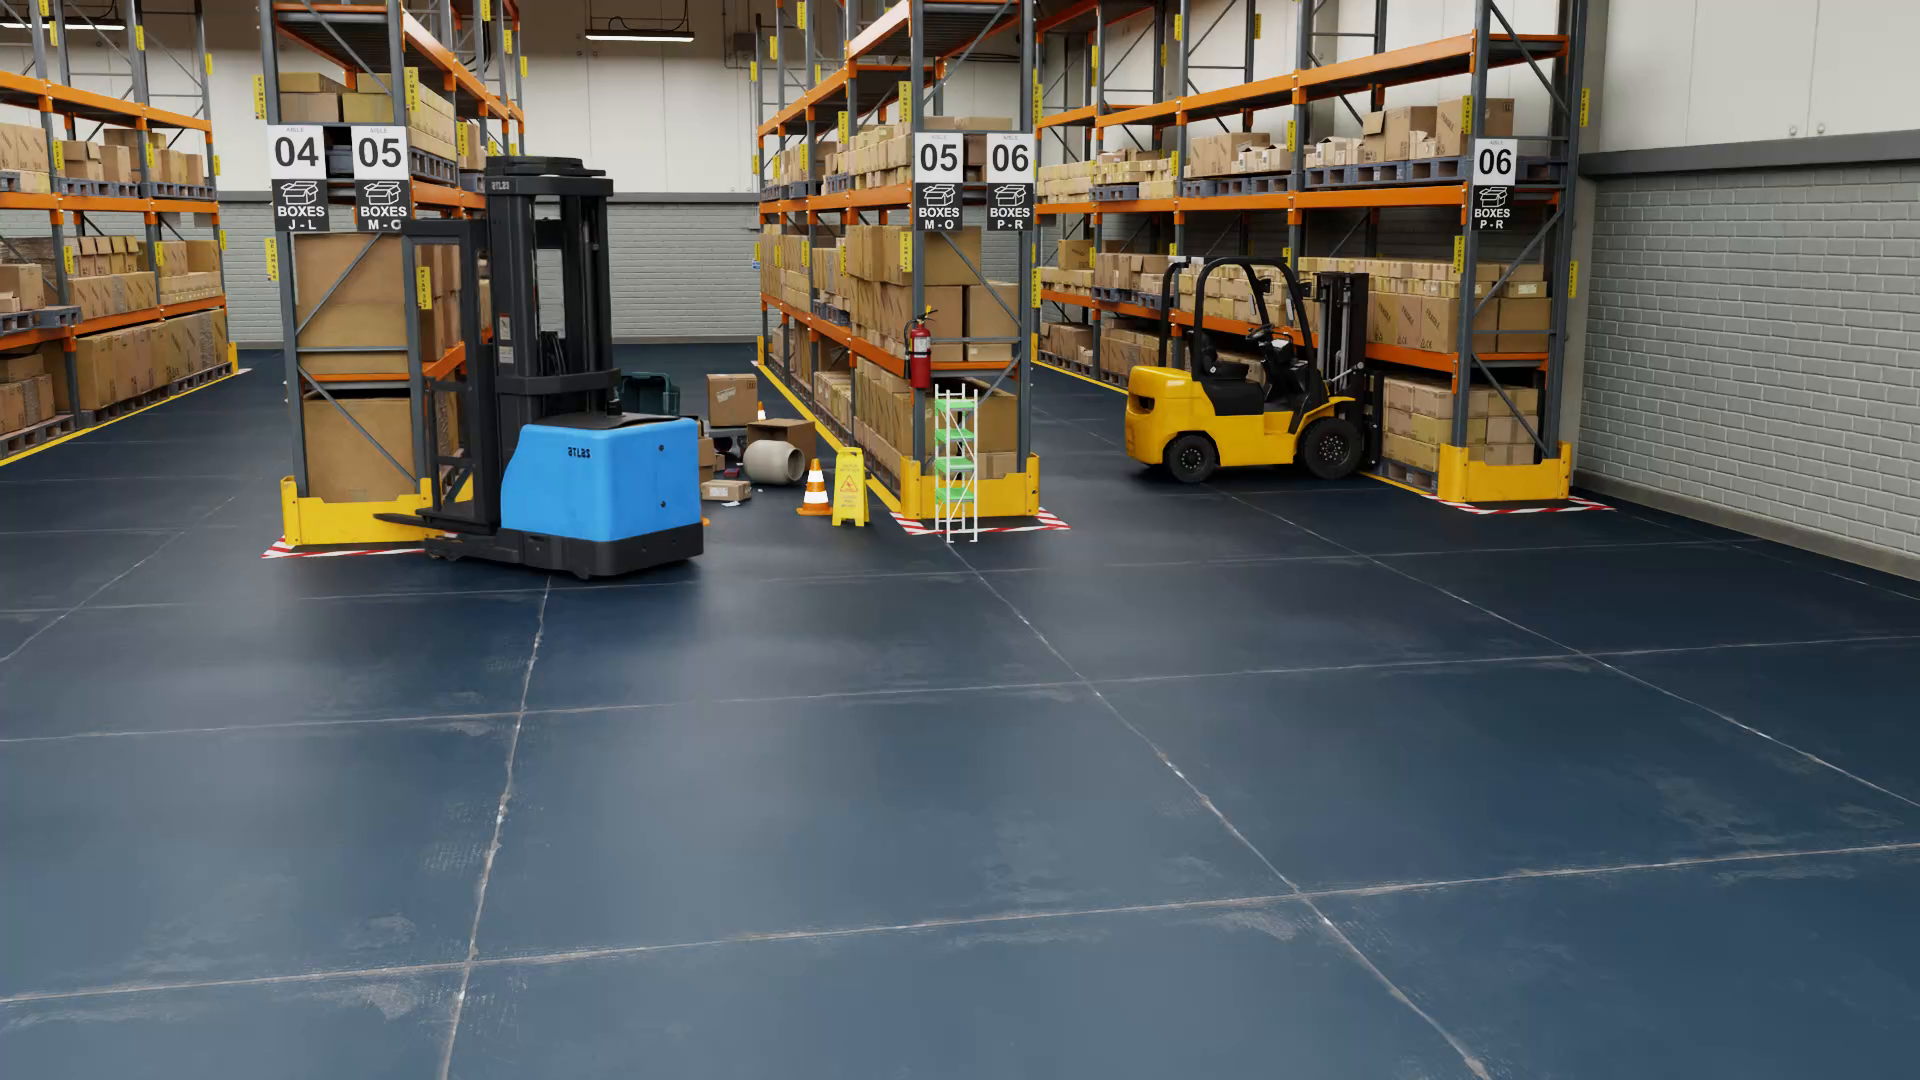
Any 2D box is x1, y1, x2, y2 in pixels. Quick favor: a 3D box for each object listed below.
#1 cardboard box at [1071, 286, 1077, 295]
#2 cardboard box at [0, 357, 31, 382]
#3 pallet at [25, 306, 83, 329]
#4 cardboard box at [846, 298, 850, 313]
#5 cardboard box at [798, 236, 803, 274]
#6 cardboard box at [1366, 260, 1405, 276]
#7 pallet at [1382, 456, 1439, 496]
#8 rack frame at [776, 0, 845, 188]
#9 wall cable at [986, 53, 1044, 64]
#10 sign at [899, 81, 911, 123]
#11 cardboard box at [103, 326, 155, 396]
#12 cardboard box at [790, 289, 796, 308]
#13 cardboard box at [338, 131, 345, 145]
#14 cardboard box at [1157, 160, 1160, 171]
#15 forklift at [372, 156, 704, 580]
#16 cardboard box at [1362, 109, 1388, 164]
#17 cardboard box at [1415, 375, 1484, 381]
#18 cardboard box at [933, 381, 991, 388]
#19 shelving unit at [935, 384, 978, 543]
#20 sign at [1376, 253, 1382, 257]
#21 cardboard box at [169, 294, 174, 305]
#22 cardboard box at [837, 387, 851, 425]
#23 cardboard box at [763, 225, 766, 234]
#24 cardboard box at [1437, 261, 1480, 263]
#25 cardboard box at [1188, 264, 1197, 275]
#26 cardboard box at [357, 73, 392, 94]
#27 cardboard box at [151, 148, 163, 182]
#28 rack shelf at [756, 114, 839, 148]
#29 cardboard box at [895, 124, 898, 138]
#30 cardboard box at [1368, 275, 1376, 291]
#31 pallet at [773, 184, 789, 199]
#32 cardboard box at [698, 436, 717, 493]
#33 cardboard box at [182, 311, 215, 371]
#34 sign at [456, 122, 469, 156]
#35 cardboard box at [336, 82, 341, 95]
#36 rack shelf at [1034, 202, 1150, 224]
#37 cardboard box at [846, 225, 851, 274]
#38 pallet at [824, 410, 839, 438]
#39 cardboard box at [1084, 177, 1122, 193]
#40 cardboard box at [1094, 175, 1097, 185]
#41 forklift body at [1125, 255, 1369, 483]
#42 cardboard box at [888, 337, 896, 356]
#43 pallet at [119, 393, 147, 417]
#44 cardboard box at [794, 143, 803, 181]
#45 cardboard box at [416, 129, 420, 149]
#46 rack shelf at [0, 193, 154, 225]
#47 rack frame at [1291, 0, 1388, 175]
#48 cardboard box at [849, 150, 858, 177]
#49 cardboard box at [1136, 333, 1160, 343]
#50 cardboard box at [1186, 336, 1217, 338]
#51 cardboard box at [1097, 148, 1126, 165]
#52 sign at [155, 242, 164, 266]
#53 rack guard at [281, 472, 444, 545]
[{"bbox_3d":[2.077,-4.182,27.817,0.380,0.149,0.250,-2,11,-12],"label":"cardboard box"},{"bbox_3d":[-10.904,-1.930,18.817,0.500,0.250,0.500,-1,11,-5],"label":"cardboard box"},{"bbox_3d":[-10.934,-2.571,19.195,1.213,0.211,1.003,-2,11,-11],"label":"pallet"},{"bbox_3d":[-1.049,-2.586,18.310,0.380,0.149,0.250,-2,11,-10],"label":"cardboard box"},{"bbox_3d":[-1.921,-3.872,22.575,0.500,0.500,0.500,-2,11,-10],"label":"cardboard box"},{"bbox_3d":[4.355,-2.766,16.910,0.380,0.149,0.250,-2,11,-11],"label":"cardboard box"},{"bbox_3d":[4.778,-0.635,15.970,1.003,0.211,1.213,-2,11,-11],"label":"pallet"},{"bbox_3d":[-2.234,-6.833,25.030,1.000,3.000,0.127,-2,11,-11],"label":"rack frame"},{"bbox_3d":[2.014,-11.562,35.000,2.988,3.039,0.133,-2,11,-11],"label":"wall cable"},{"bbox_3d":[-0.448,-3.577,13.578,0.100,0.325,0.005,-2,11,-11],"label":"sign"},{"bbox_3d":[-11.636,-2.408,22.383,1.225,0.875,0.875,-3,11,-13],"label":"cardboard box"},{"bbox_3d":[-2.133,-3.441,23.652,0.500,0.250,0.500,-2,11,-12],"label":"cardboard box"},{"bbox_3d":[-5.280,-3.281,13.669,0.380,0.149,0.250,-2,11,-10],"label":"cardboard box"},{"bbox_3d":[2.998,-5.275,23.405,0.380,0.149,0.250,-2,11,-12],"label":"cardboard box"},{"bbox_3d":[-3.403,-1.351,12.455,3.031,2.935,1.130,7,13,33],"label":"forklift"},{"bbox_3d":[4.466,-4.019,16.598,0.797,0.503,0.637,-2,11,-9],"label":"cardboard box"},{"bbox_3d":[4.873,-1.492,16.568,0.500,0.250,0.500,-2,11,-11],"label":"cardboard box"},{"bbox_3d":[0.014,-1.259,16.016,0.500,0.500,0.500,-2,11,-10],"label":"cardboard box"},{"bbox_3d":[-0.032,-0.620,13.244,0.258,1.200,0.503,-2,11,-11],"label":"shelving unit"},{"bbox_3d":[4.734,-3.085,18.853,0.100,0.325,0.005,-2,11,-11],"label":"sign"},{"bbox_3d":[-11.737,-3.517,24.323,0.380,0.149,0.250,-2,11,-13],"label":"cardboard box"},{"bbox_3d":[-0.926,-1.562,19.286,0.950,0.372,0.625,-1,11,-7],"label":"cardboard box"},{"bbox_3d":[-3.155,-5.306,28.376,0.380,0.149,0.250,-2,11,-9],"label":"cardboard box"},{"bbox_3d":[4.966,-2.692,16.519,0.380,0.149,0.250,-2,11,-12],"label":"cardboard box"},{"bbox_3d":[3.239,-3.583,21.998,0.380,0.149,0.250,-2,11,-10],"label":"cardboard box"},{"bbox_3d":[-4.488,-3.557,12.987,0.380,0.149,0.250,-2,11,-10],"label":"cardboard box"},{"bbox_3d":[-12.266,-5.544,24.621,0.700,0.500,0.500,-2,11,-8],"label":"cardboard box"},{"bbox_3d":[-2.623,-6.650,27.062,1.077,0.370,4.000,-2,11,-11],"label":"rack shelf"},{"bbox_3d":[-0.375,-3.667,14.955,0.380,0.149,0.250,-2,11,-11],"label":"cardboard box"},{"bbox_3d":[4.275,-2.615,16.913,0.380,0.149,0.250,-2,11,-12],"label":"cardboard box"},{"bbox_3d":[-2.383,-5.466,26.109,1.003,0.211,1.213,-2,11,-11],"label":"pallet"},{"bbox_3d":[-2.725,-0.689,15.470,0.637,0.503,0.797,9,14,38],"label":"cardboard box"},{"bbox_3d":[-12.353,-3.140,26.233,0.875,0.875,0.875,-2,11,-11],"label":"cardboard box"},{"bbox_3d":[-4.970,-4.007,16.610,0.100,0.325,0.005,-2,11,-11],"label":"sign"},{"bbox_3d":[-5.283,-3.674,13.601,0.380,0.149,0.250,-2,11,-10],"label":"cardboard box"},{"bbox_3d":[2.245,-5.554,28.257,1.077,0.370,4.000,-2,11,-11],"label":"rack shelf"},{"bbox_3d":[-0.805,-3.017,17.286,0.700,0.500,0.500,-2,11,-12],"label":"cardboard box"},{"bbox_3d":[-1.071,-1.416,20.071,1.003,0.211,1.213,-2,11,-11],"label":"pallet"},{"bbox_3d":[2.295,-5.693,26.666,0.500,0.250,0.500,-2,11,-11],"label":"cardboard box"},{"bbox_3d":[2.302,-5.604,25.874,0.380,0.149,0.250,-2,11,-10],"label":"cardboard box"},{"bbox_3d":[2.810,-1.731,16.538,2.313,2.155,1.214,-2,11,-11],"label":"forklift body"},{"bbox_3d":[-0.449,-1.759,15.087,0.380,0.149,0.250,-2,11,-10],"label":"cardboard box"},{"bbox_3d":[-11.490,-1.793,22.051,1.003,0.211,1.213,-2,11,-11],"label":"pallet"},{"bbox_3d":[-1.835,-5.056,22.325,0.700,0.500,0.500,-3,11,-14],"label":"cardboard box"},{"bbox_3d":[-4.538,-3.213,13.316,0.380,0.149,0.250,-2,11,-10],"label":"cardboard box"},{"bbox_3d":[-11.566,-4.279,21.557,1.077,0.370,4.000,-2,11,-11],"label":"rack shelf"},{"bbox_3d":[4.190,-5.547,18.273,1.000,3.000,0.127,-2,11,-11],"label":"rack frame"},{"bbox_3d":[-0.861,-3.874,17.112,0.500,0.250,0.500,-2,11,-12],"label":"cardboard box"},{"bbox_3d":[2.840,-3.003,24.780,0.380,0.149,0.250,-2,11,-11],"label":"cardboard box"},{"bbox_3d":[3.502,-2.883,24.150,0.380,0.149,0.250,-3,11,-14],"label":"cardboard box"},{"bbox_3d":[2.350,-5.955,25.814,0.396,0.266,0.258,-2,11,-12],"label":"cardboard box"},{"bbox_3d":[-11.424,-4.077,23.710,0.100,0.325,0.005,-2,11,-11],"label":"sign"},{"bbox_3d":[-4.731,-0.254,13.195,1.175,0.500,0.348,-2,11,-11],"label":"rack guard"}]
